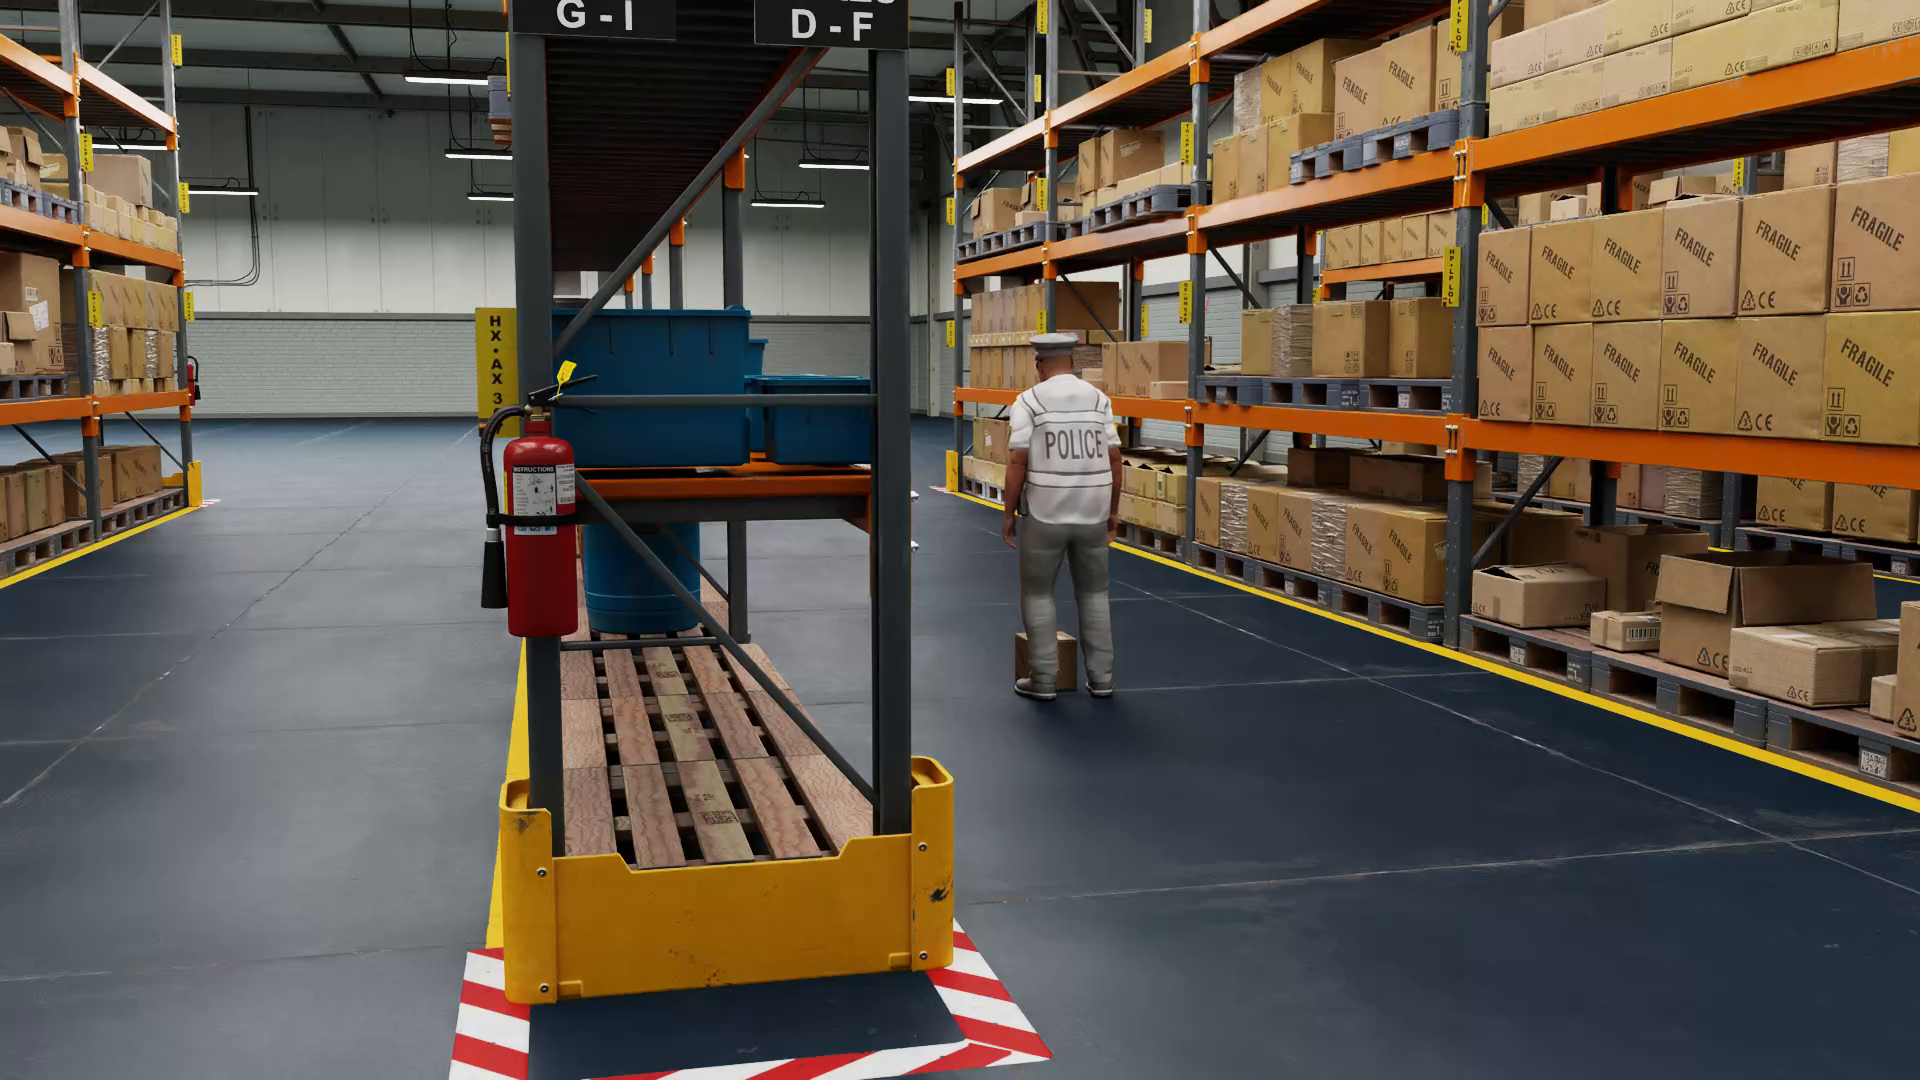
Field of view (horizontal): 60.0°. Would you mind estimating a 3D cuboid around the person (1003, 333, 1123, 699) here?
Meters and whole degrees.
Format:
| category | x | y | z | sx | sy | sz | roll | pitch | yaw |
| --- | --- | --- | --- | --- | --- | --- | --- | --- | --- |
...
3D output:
| category | x | y | z | sx | sy | sz | roll | pitch | yaw |
| --- | --- | --- | --- | --- | --- | --- | --- | --- | --- |
| person | 0.498 | -0.113 | 7.976 | 0.594 | 1.748 | 0.434 | -2 | 6 | -15 |
